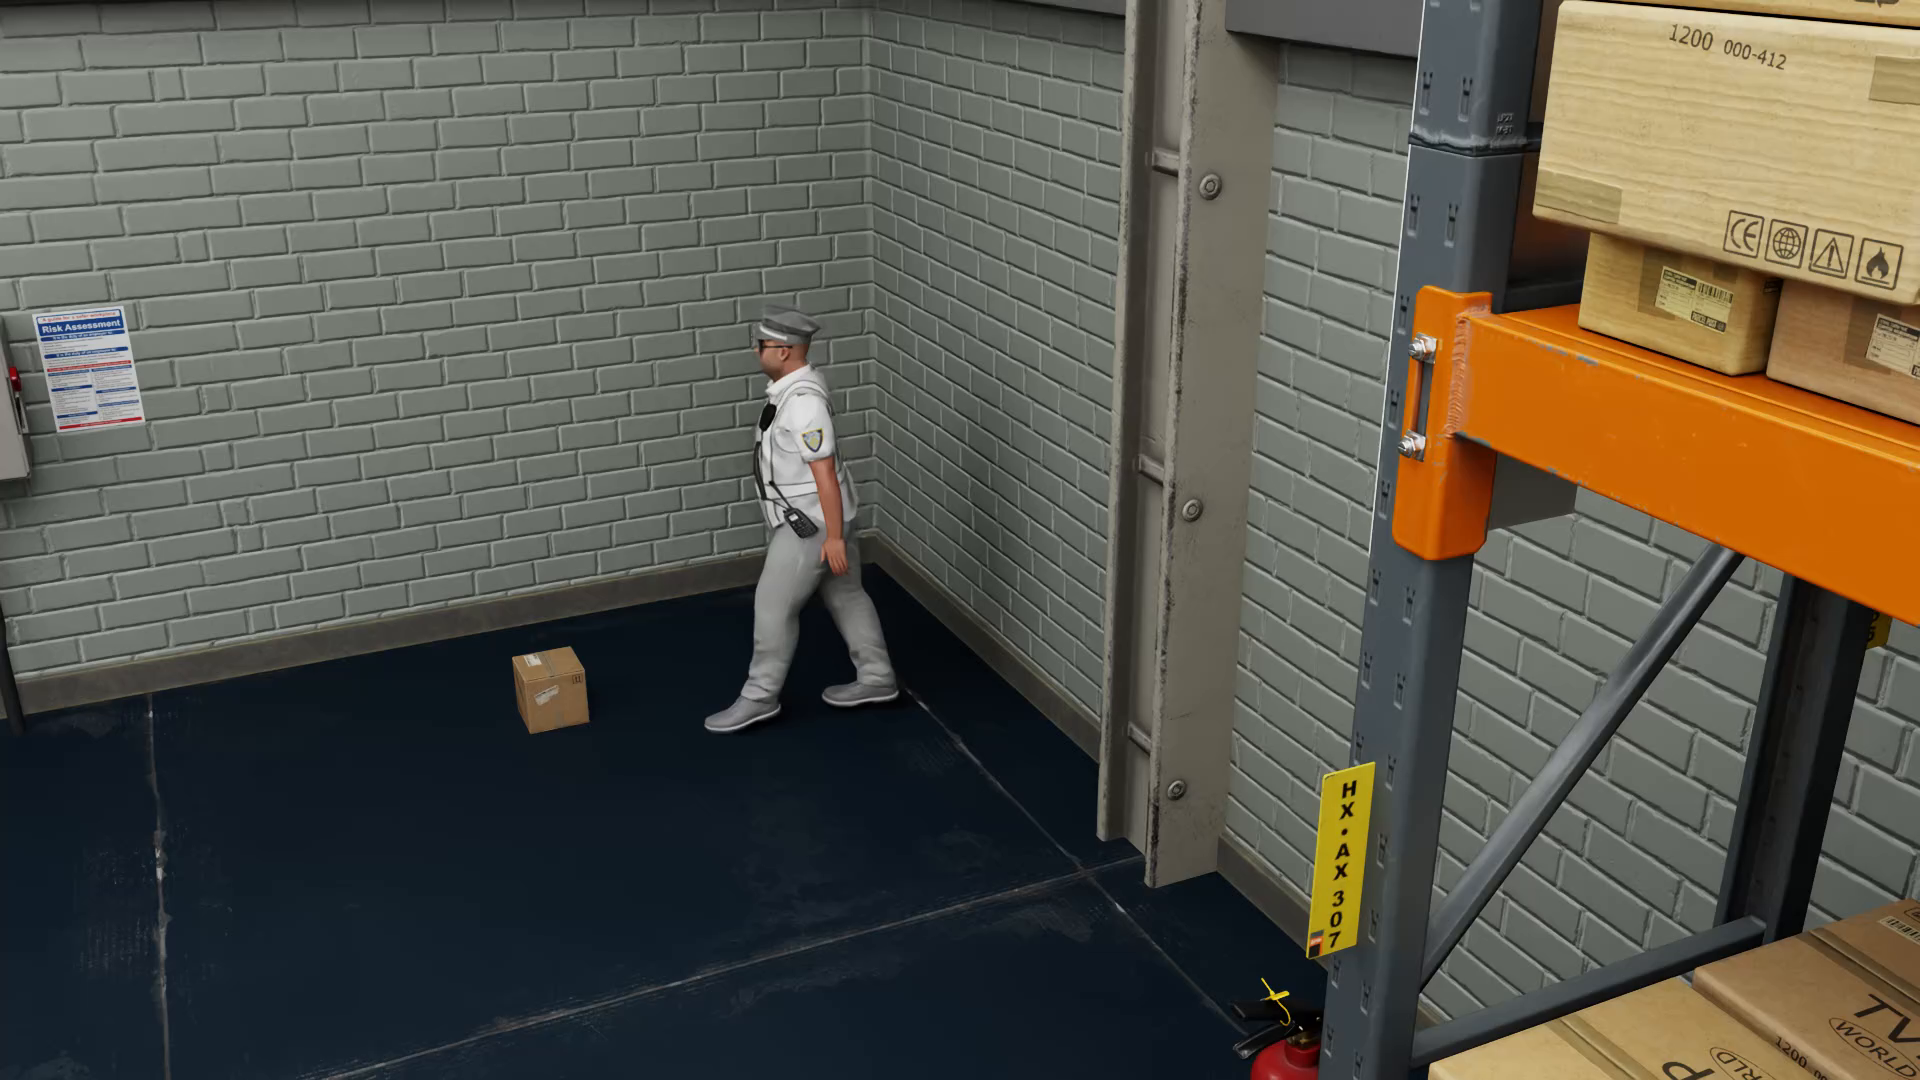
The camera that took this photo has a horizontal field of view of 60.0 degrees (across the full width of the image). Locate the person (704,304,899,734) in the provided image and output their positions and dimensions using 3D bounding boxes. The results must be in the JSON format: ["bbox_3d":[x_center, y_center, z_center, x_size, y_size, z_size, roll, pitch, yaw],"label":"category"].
[{"bbox_3d":[-0.663,-0.097,6.796,0.804,1.756,0.558,1,22,1],"label":"person"}]
